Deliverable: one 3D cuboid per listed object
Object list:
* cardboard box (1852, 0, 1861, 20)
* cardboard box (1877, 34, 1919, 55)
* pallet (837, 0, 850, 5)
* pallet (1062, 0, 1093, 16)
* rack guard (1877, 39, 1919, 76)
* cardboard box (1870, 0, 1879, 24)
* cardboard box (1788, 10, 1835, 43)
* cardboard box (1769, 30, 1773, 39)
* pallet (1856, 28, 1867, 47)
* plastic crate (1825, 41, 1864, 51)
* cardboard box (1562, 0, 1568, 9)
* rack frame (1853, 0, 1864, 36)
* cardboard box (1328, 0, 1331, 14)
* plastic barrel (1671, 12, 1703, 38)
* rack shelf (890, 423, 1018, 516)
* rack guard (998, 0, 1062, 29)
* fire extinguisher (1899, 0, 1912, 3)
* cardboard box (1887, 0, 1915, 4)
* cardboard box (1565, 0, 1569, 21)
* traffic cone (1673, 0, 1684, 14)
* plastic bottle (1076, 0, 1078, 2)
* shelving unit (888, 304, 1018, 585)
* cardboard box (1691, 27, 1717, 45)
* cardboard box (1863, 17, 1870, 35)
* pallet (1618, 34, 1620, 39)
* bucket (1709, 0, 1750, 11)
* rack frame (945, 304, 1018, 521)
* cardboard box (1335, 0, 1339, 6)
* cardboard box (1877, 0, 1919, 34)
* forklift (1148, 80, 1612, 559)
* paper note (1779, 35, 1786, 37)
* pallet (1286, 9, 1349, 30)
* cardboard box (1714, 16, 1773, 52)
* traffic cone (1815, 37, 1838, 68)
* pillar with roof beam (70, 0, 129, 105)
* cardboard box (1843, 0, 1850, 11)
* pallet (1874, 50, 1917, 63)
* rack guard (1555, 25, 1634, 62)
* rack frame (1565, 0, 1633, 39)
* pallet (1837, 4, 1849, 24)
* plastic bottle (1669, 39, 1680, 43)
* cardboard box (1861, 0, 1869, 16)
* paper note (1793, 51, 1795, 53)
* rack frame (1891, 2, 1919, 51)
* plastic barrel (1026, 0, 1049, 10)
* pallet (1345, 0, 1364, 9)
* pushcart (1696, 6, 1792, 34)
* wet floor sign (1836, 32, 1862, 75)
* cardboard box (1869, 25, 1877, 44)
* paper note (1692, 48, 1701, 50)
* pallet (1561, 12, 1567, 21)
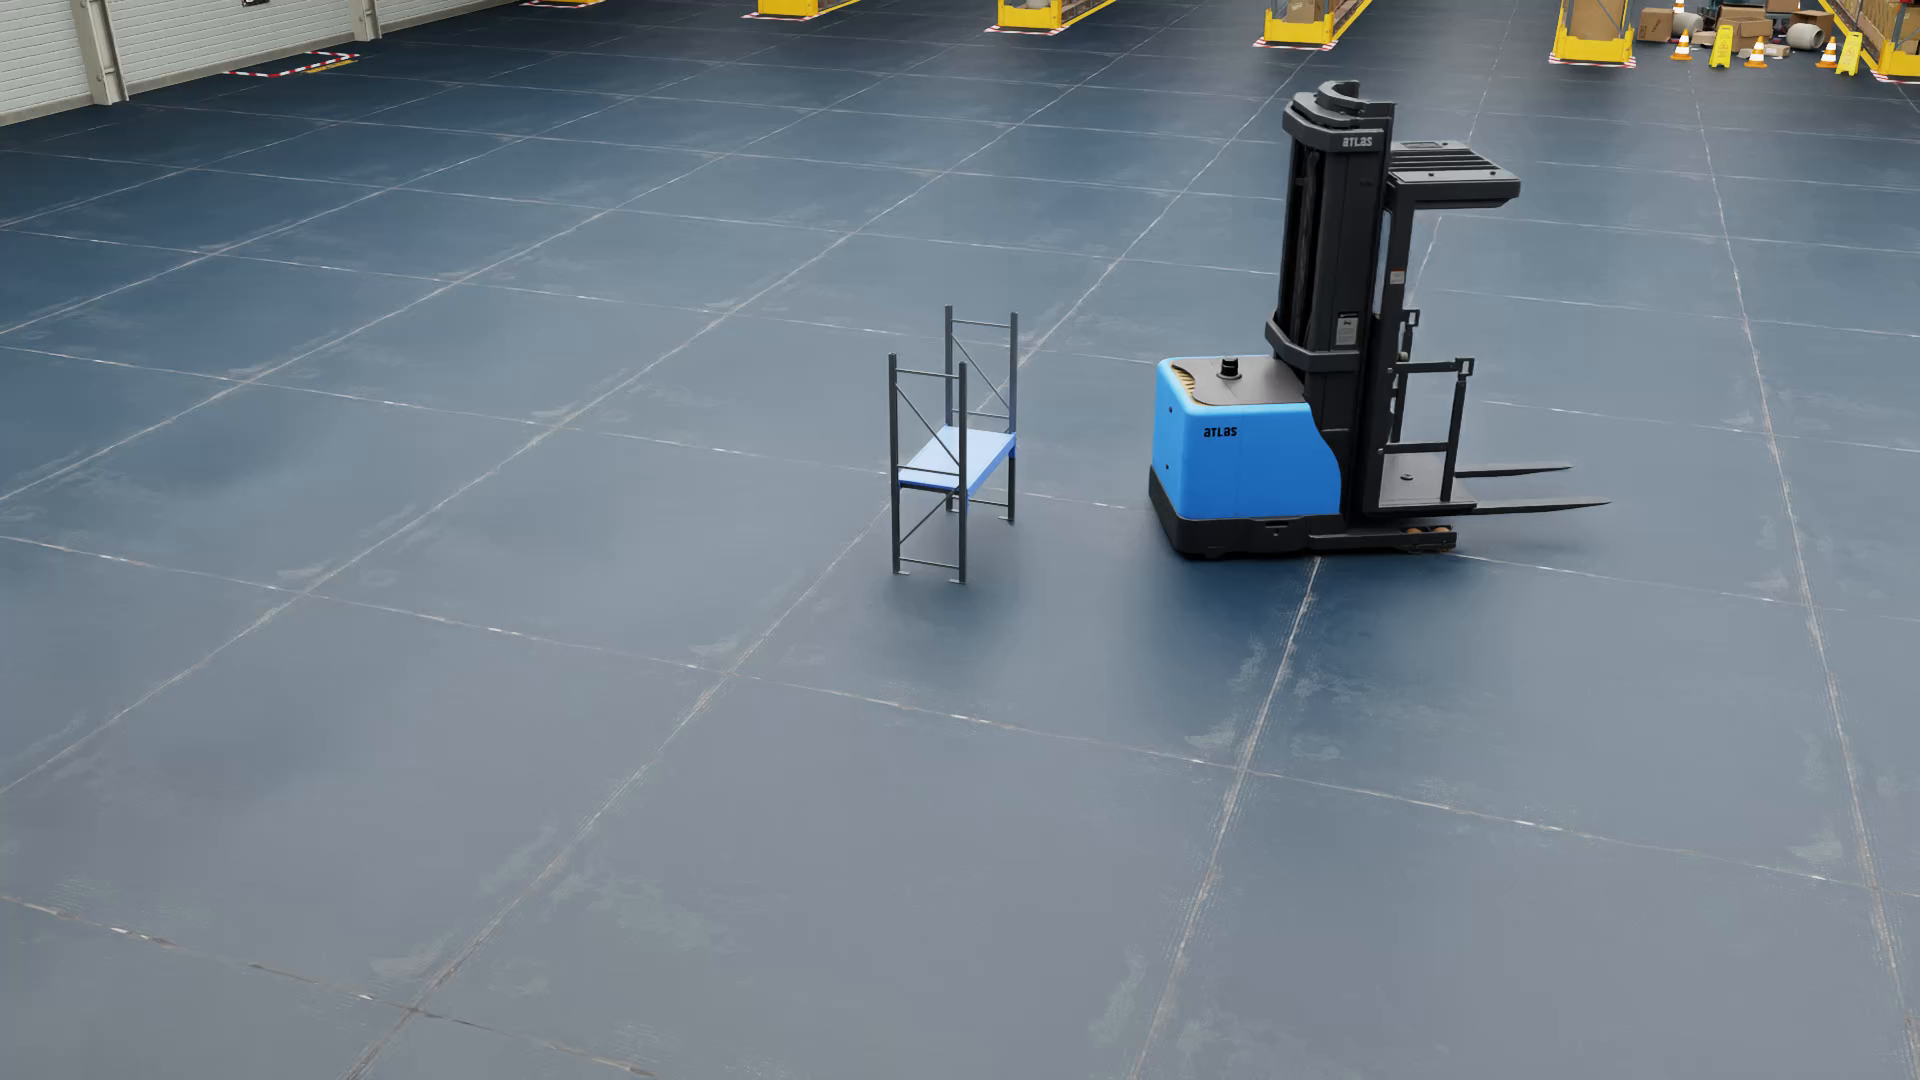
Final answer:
[{"bbox_3d":[16.837,-9.645,30.263,0.950,0.372,0.625,9,27,18],"label":"cardboard box"},{"bbox_3d":[15.357,-8.112,27.236,0.500,0.250,0.500,9,27,17],"label":"cardboard box"},{"bbox_3d":[-2.729,-11.220,34.180,1.003,0.211,1.213,9,27,17],"label":"pallet"},{"bbox_3d":[1.982,-10.551,32.799,1.003,0.211,1.213,9,27,17],"label":"pallet"},{"bbox_3d":[15.359,-7.686,26.550,1.175,0.500,0.348,9,27,17],"label":"rack guard"},{"bbox_3d":[15.873,-9.074,28.363,0.500,0.500,0.500,10,28,20],"label":"cardboard box"},{"bbox_3d":[15.025,-9.056,29.378,0.500,0.500,0.500,-14,29,-27],"label":"cardboard box"},{"bbox_3d":[14.370,-9.169,29.883,0.258,0.266,0.396,-9,27,-18],"label":"cardboard box"},{"bbox_3d":[16.475,-8.887,29.363,1.003,0.211,1.213,9,27,17],"label":"pallet"},{"bbox_3d":[15.369,-8.583,28.885,0.402,0.080,0.583,0,26,-1],"label":"plastic crate"},{"bbox_3d":[12.085,-10.544,31.685,1.050,0.750,0.750,9,27,17],"label":"cardboard box"},{"bbox_3d":[16.665,-10.423,29.336,1.000,3.000,0.127,9,27,17],"label":"rack frame"},{"bbox_3d":[6.605,-10.040,30.931,0.500,0.500,0.500,11,28,22],"label":"cardboard box"},{"bbox_3d":[13.032,-9.251,29.872,0.421,0.421,0.512,-14,29,-27],"label":"plastic barrel"},{"bbox_3d":[-0.028,-0.478,10.929,0.538,0.185,1.000,9,27,17],"label":"rack shelf"},{"bbox_3d":[1.299,-9.848,31.016,1.175,0.500,0.348,9,27,17],"label":"rack guard"},{"bbox_3d":[14.861,-8.764,25.999,0.296,0.674,0.183,9,27,17],"label":"fire extinguisher"},{"bbox_3d":[15.413,-8.888,27.233,0.380,0.149,0.250,10,27,19],"label":"cardboard box"},{"bbox_3d":[11.086,-9.339,29.052,0.875,0.875,0.875,8,27,17],"label":"cardboard box"},{"bbox_3d":[13.833,-10.290,31.971,0.336,0.463,0.334,9,27,17],"label":"traffic cone"},{"bbox_3d":[2.249,-10.616,32.440,0.097,0.201,0.097,0,26,0],"label":"plastic bottle"},{"bbox_3d":[-0.028,-0.640,10.851,0.538,1.500,1.048,9,27,17],"label":"shelving unit"},{"bbox_3d":[13.128,-8.896,29.318,0.396,0.266,0.258,14,29,26],"label":"cardboard box"},{"bbox_3d":[16.047,-8.950,28.967,0.500,0.250,0.500,10,28,20],"label":"cardboard box"},{"bbox_3d":[10.824,-8.541,28.647,1.003,0.211,1.213,9,27,17],"label":"pallet"},{"bbox_3d":[14.092,-9.920,30.309,0.726,0.611,0.620,20,22,35],"label":"bucket"},{"bbox_3d":[0.141,-0.849,11.282,0.500,1.500,0.032,9,27,17],"label":"rack frame"},{"bbox_3d":[6.965,-10.529,31.941,0.500,0.500,0.500,19,32,34],"label":"cardboard box"},{"bbox_3d":[15.525,-8.650,27.487,0.500,0.500,0.500,10,28,19],"label":"cardboard box"},{"bbox_3d":[2.881,-1.454,10.890,3.031,2.935,1.130,-3,26,-5],"label":"forklift"},{"bbox_3d":[14.880,-9.117,30.044,0.148,0.019,0.142,9,27,17],"label":"paper note"},{"bbox_3d":[6.725,-9.821,31.292,1.003,0.211,1.213,9,27,17],"label":"pallet"},{"bbox_3d":[13.531,-8.745,28.734,0.797,0.503,0.637,-9,27,-18],"label":"cardboard box"},{"bbox_3d":[14.260,-8.001,27.245,0.336,0.463,0.334,9,27,17],"label":"traffic cone"},{"bbox_3d":[-8.541,-9.929,21.431,9.100,9.000,0.400,9,27,17],"label":"pillar with roof beam"},{"bbox_3d":[17.303,-10.227,31.465,0.950,0.372,0.625,10,27,19],"label":"cardboard box"},{"bbox_3d":[15.663,-7.884,27.292,1.003,0.211,1.213,9,27,17],"label":"pallet"},{"bbox_3d":[10.624,-8.321,27.862,1.175,0.500,0.348,9,27,17],"label":"rack guard"},{"bbox_3d":[10.632,-9.456,27.338,1.000,3.000,0.127,9,27,17],"label":"rack frame"},{"bbox_3d":[17.327,-9.991,31.644,1.003,0.211,1.213,9,27,17],"label":"pallet"},{"bbox_3d":[12.706,-8.831,29.419,0.283,0.061,0.133,0,26,-1],"label":"plastic bottle"},{"bbox_3d":[16.214,-9.509,29.260,0.500,0.500,0.500,10,28,20],"label":"cardboard box"},{"bbox_3d":[14.315,-8.376,28.538,0.032,0.001,0.123,9,27,17],"label":"paper note"},{"bbox_3d":[15.334,-8.780,25.941,1.000,3.000,0.127,9,27,17],"label":"rack frame"},{"bbox_3d":[1.465,-10.286,31.425,0.421,0.512,0.421,0,26,0],"label":"plastic barrel"},{"bbox_3d":[7.577,-10.926,33.573,1.003,0.211,1.213,9,27,17],"label":"pallet"},{"bbox_3d":[14.498,-9.553,30.548,1.648,0.377,0.936,0,26,-1],"label":"pushcart"},{"bbox_3d":[14.261,-7.797,26.613,0.267,0.644,0.232,20,32,35],"label":"wet floor sign"},{"bbox_3d":[15.698,-8.530,28.098,0.500,0.250,0.500,8,27,16],"label":"cardboard box"},{"bbox_3d":[12.741,-8.500,28.772,0.144,0.017,0.142,20,32,35],"label":"paper note"},{"bbox_3d":[11.636,-9.543,30.718,1.003,0.211,1.213,9,27,17],"label":"pallet"}]
